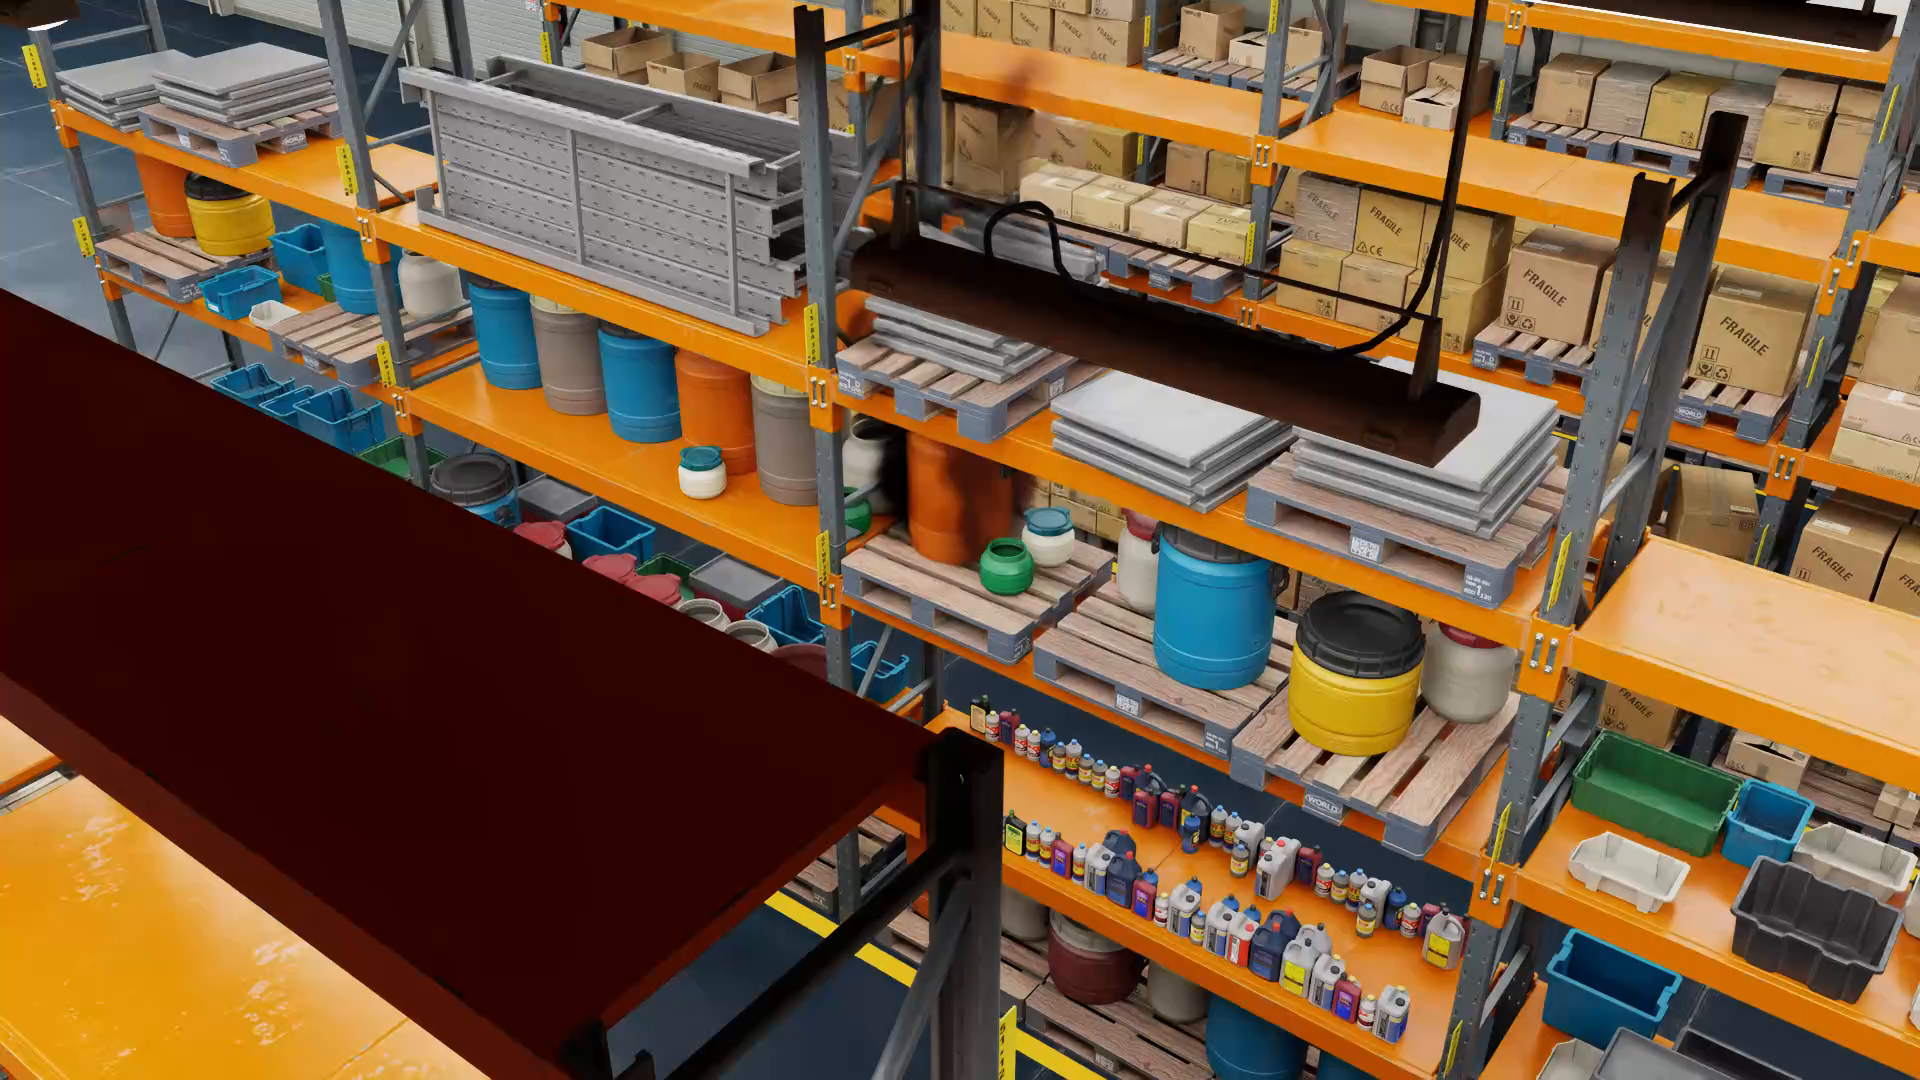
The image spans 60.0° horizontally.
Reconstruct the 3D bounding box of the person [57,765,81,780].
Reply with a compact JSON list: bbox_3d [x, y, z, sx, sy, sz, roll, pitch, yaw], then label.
[{"bbox_3d":[-6.197,1.368,11.449,0.627,1.678,0.650,14,34,21],"label":"person"}]
